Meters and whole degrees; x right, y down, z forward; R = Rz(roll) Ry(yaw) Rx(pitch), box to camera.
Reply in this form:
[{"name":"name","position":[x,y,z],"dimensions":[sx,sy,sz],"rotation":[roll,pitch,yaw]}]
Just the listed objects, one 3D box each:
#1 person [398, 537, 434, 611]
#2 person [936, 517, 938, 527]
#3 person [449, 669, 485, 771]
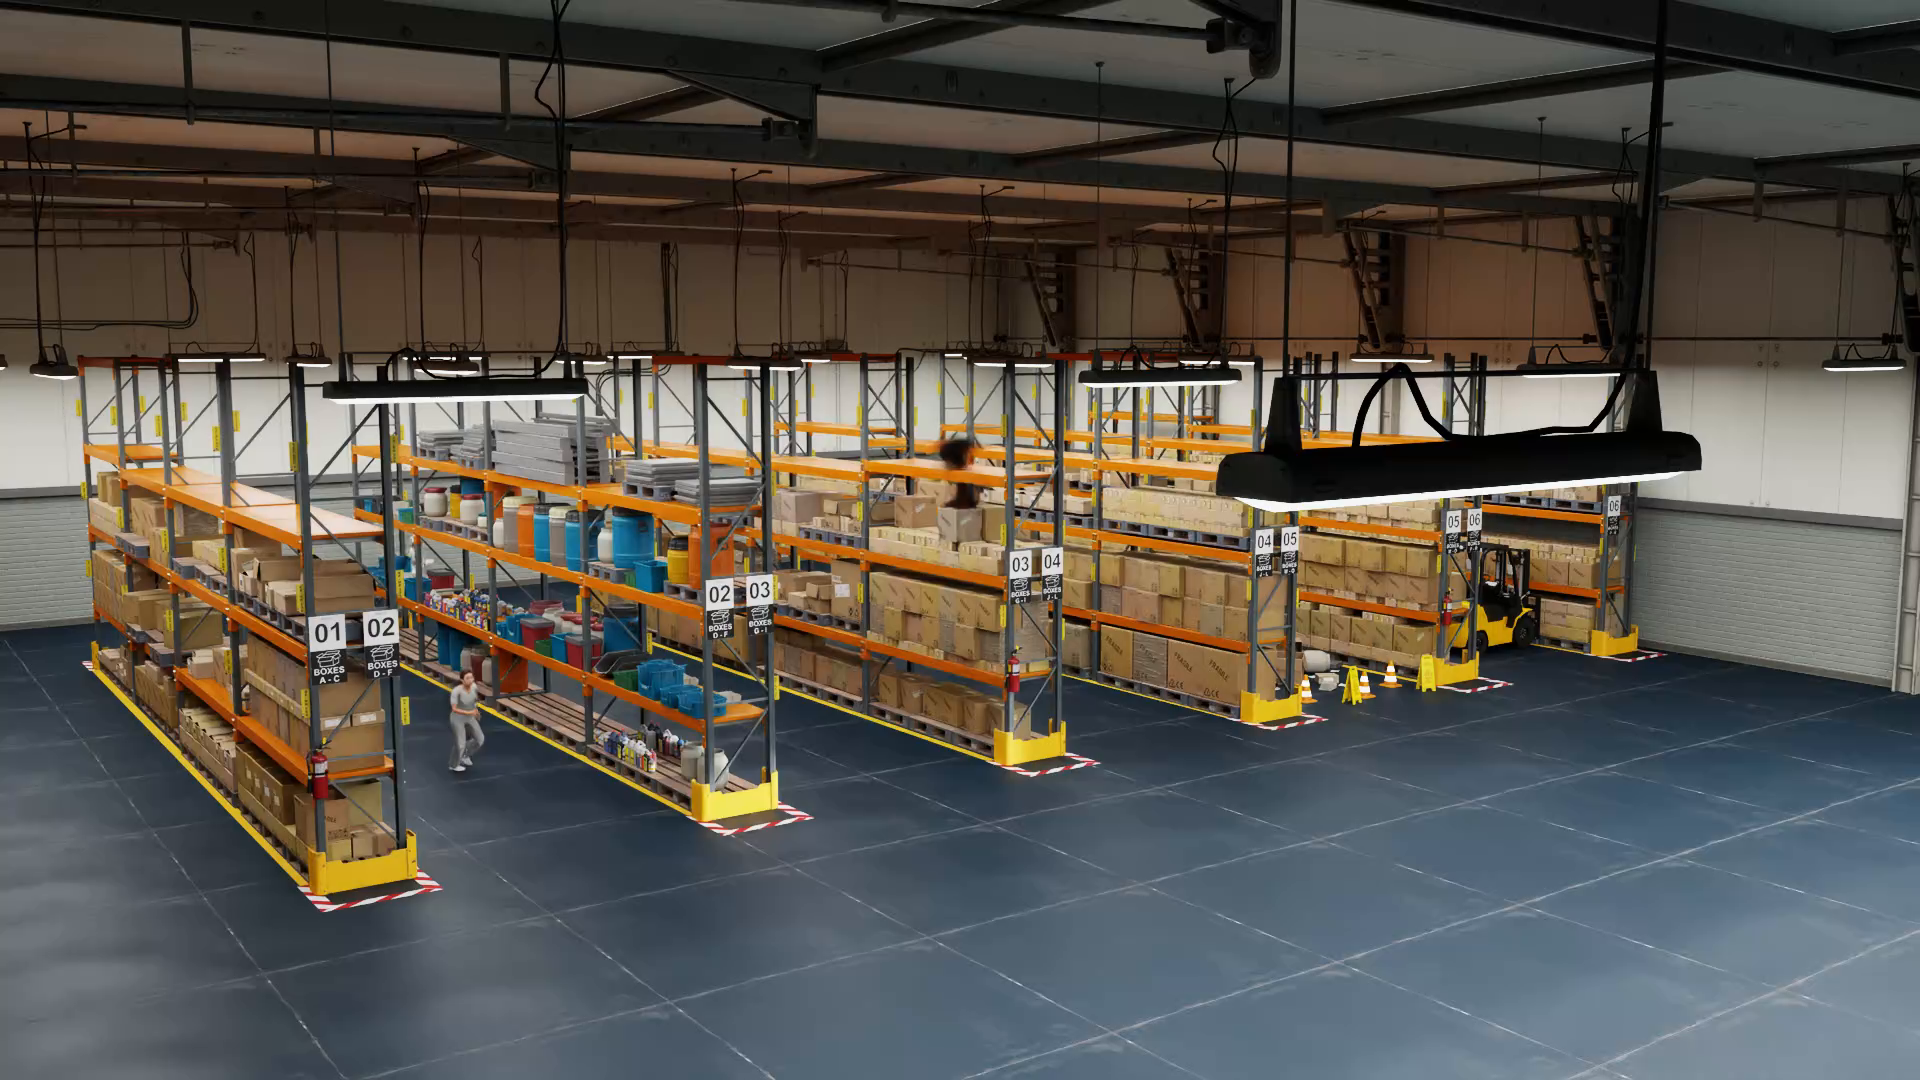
[{"name":"person","position":[-12.512,0.807,38.258],"dimensions":[0.872,1.842,0.671],"rotation":[-1,7,-5]},{"name":"person","position":[-0.407,-0.112,45.884],"dimensions":[0.701,1.804,0.855],"rotation":[6,9,40]},{"name":"person","position":[-7.206,2.630,24.240],"dimensions":[0.751,1.560,0.562],"rotation":[5,9,36]}]
